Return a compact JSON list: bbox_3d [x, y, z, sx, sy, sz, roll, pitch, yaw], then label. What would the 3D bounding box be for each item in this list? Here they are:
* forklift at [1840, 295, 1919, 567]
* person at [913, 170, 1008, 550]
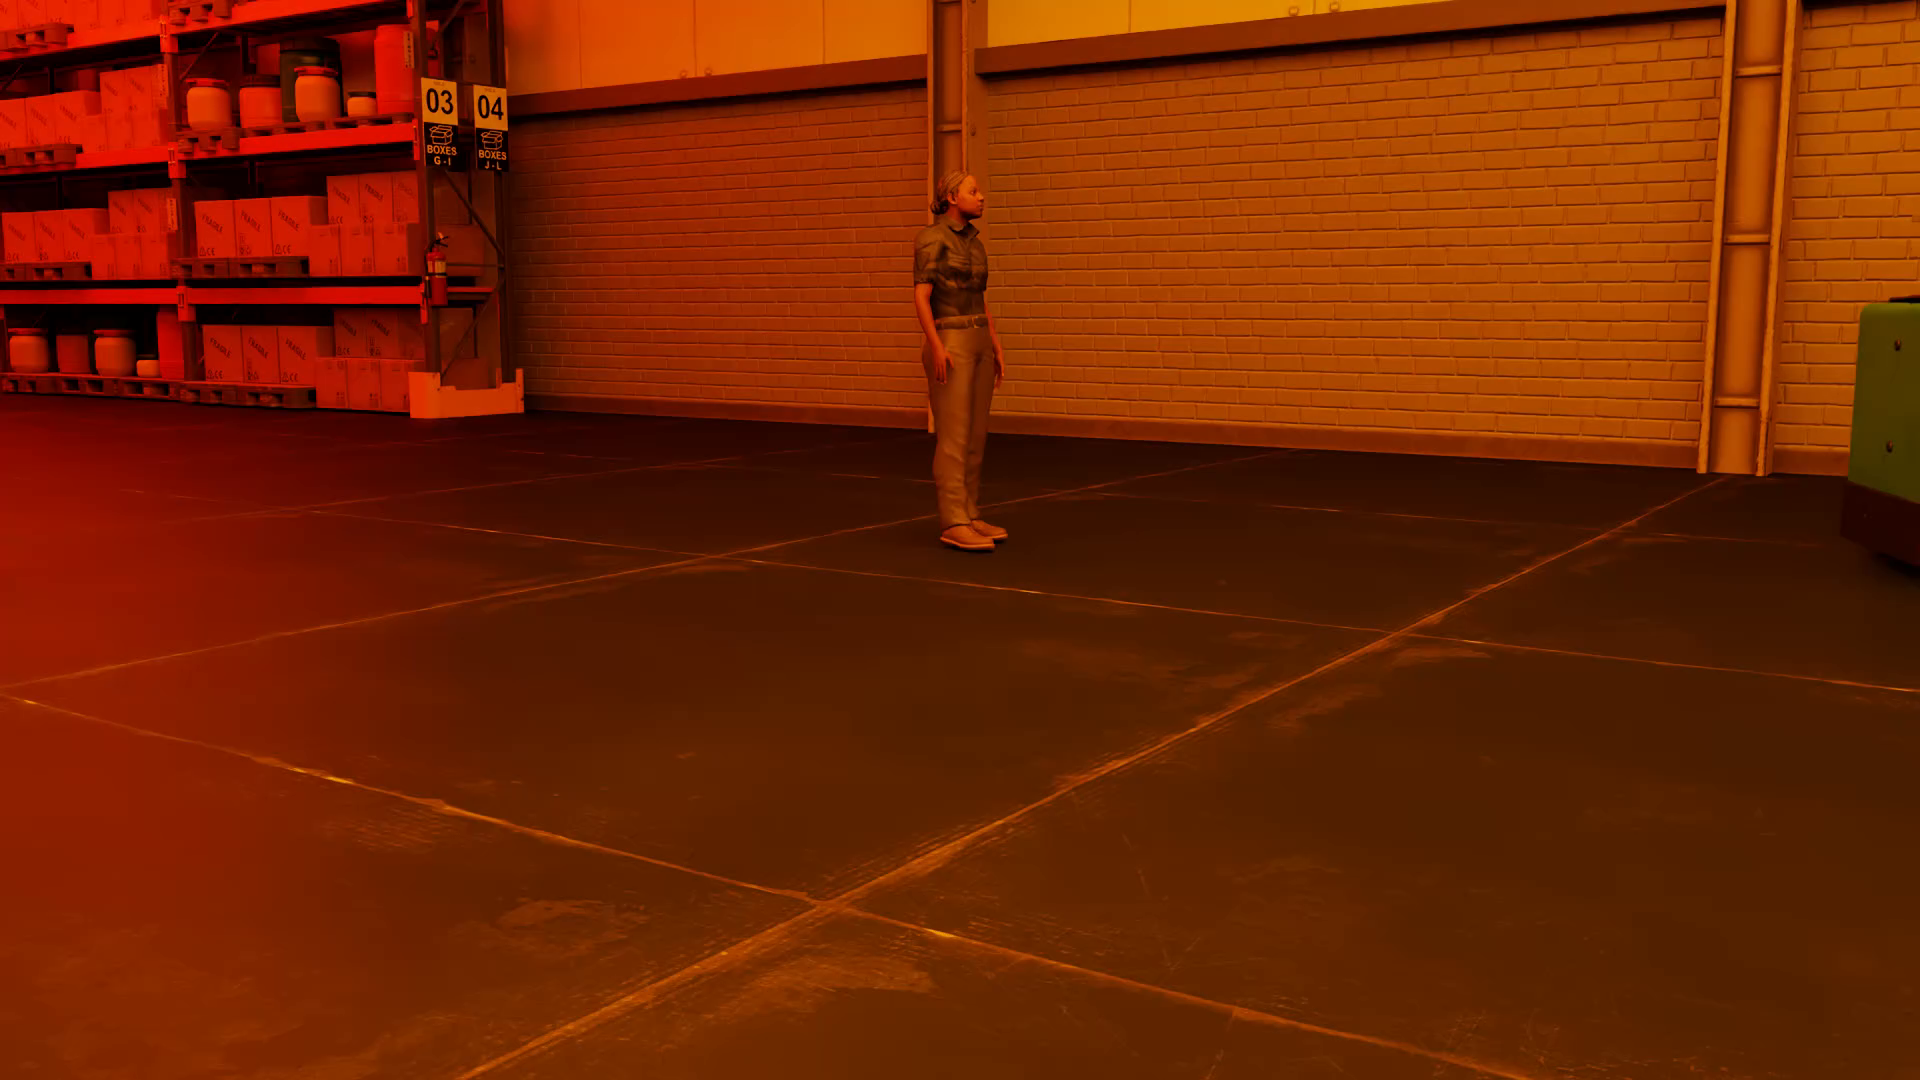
[{"bbox_3d":[5.229,-1.298,6.324,3.031,2.935,1.130,2,8,11],"label":"forklift"},{"bbox_3d":[0.061,-0.817,7.421,0.504,1.654,0.569,5,10,34],"label":"person"}]
